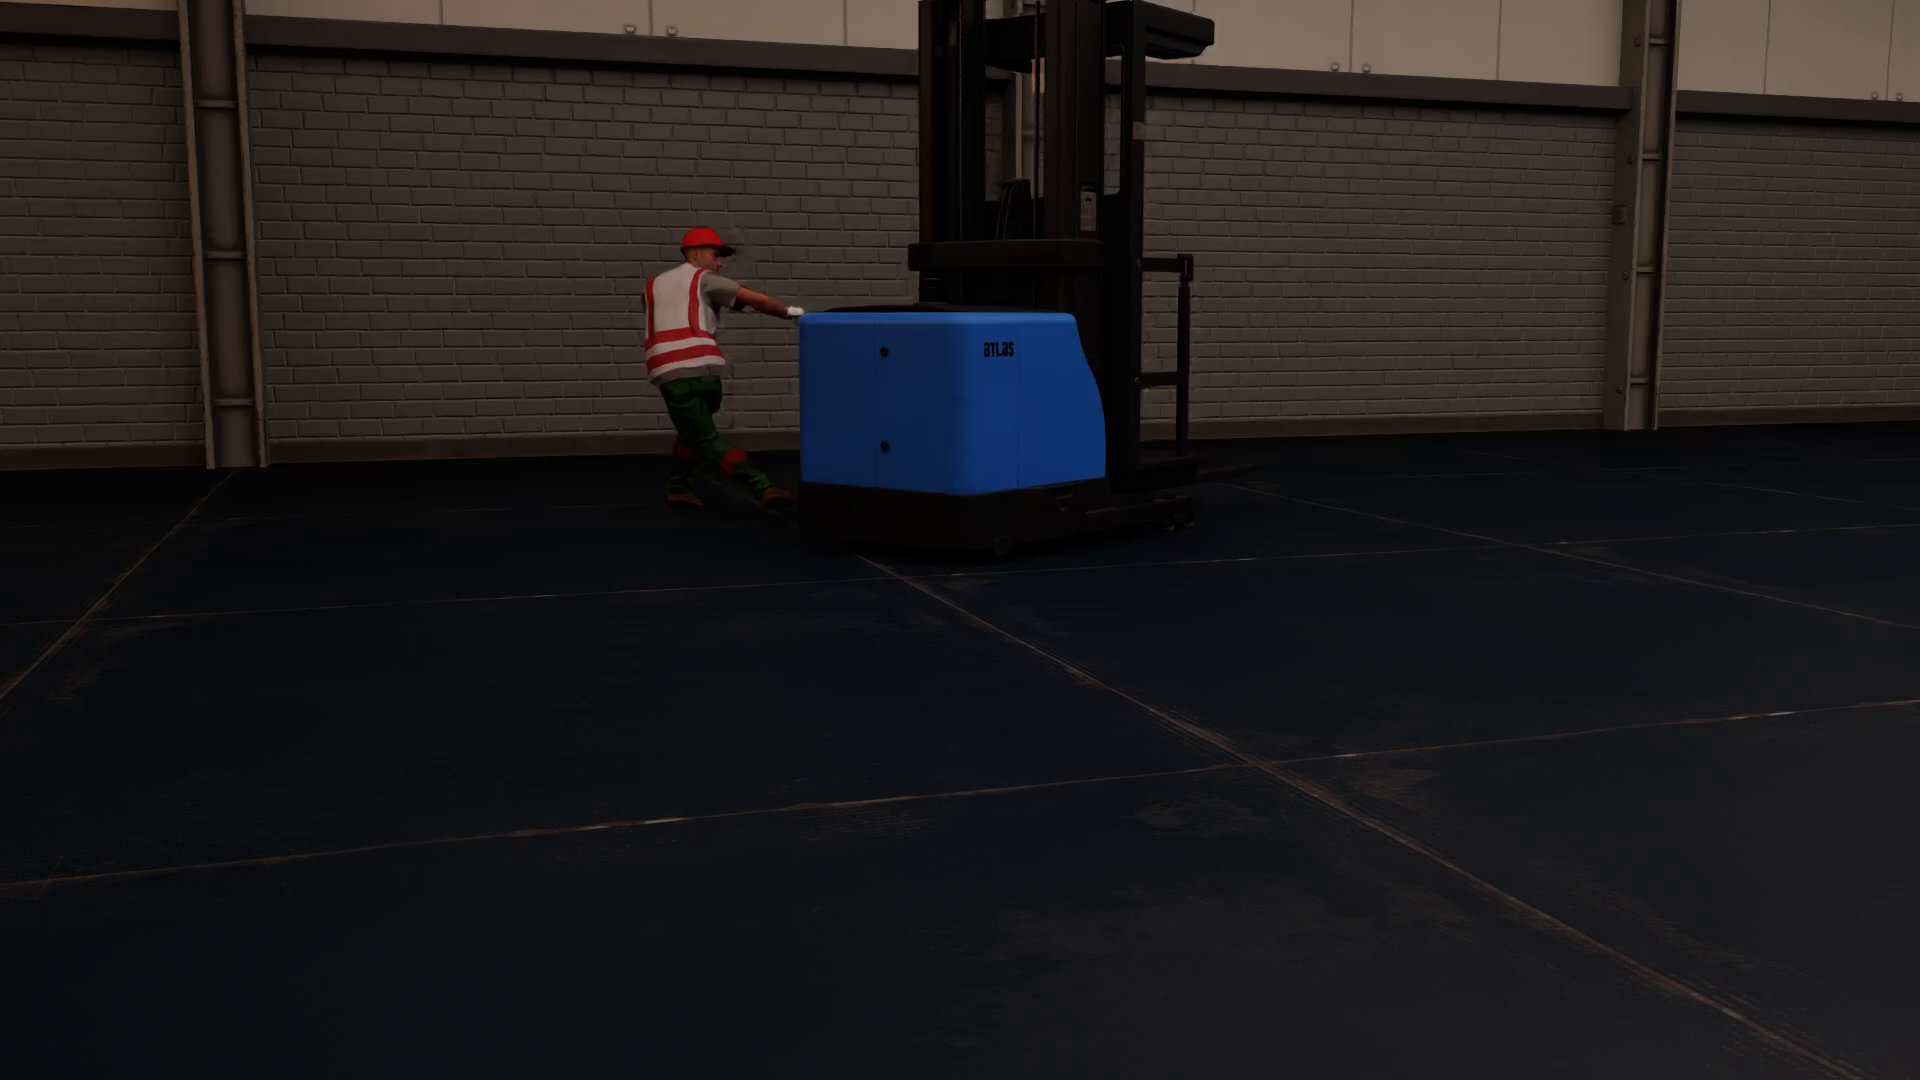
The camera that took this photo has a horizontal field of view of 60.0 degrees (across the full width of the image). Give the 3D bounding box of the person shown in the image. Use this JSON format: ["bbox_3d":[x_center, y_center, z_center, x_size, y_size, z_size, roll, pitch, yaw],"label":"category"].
[{"bbox_3d":[-1.259,-0.910,9.044,0.938,1.554,1.112,0,8,-2],"label":"person"}]

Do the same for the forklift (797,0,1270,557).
[{"bbox_3d":[0.562,-1.531,8.304,1.130,2.935,3.031,6,10,38],"label":"forklift"}]
